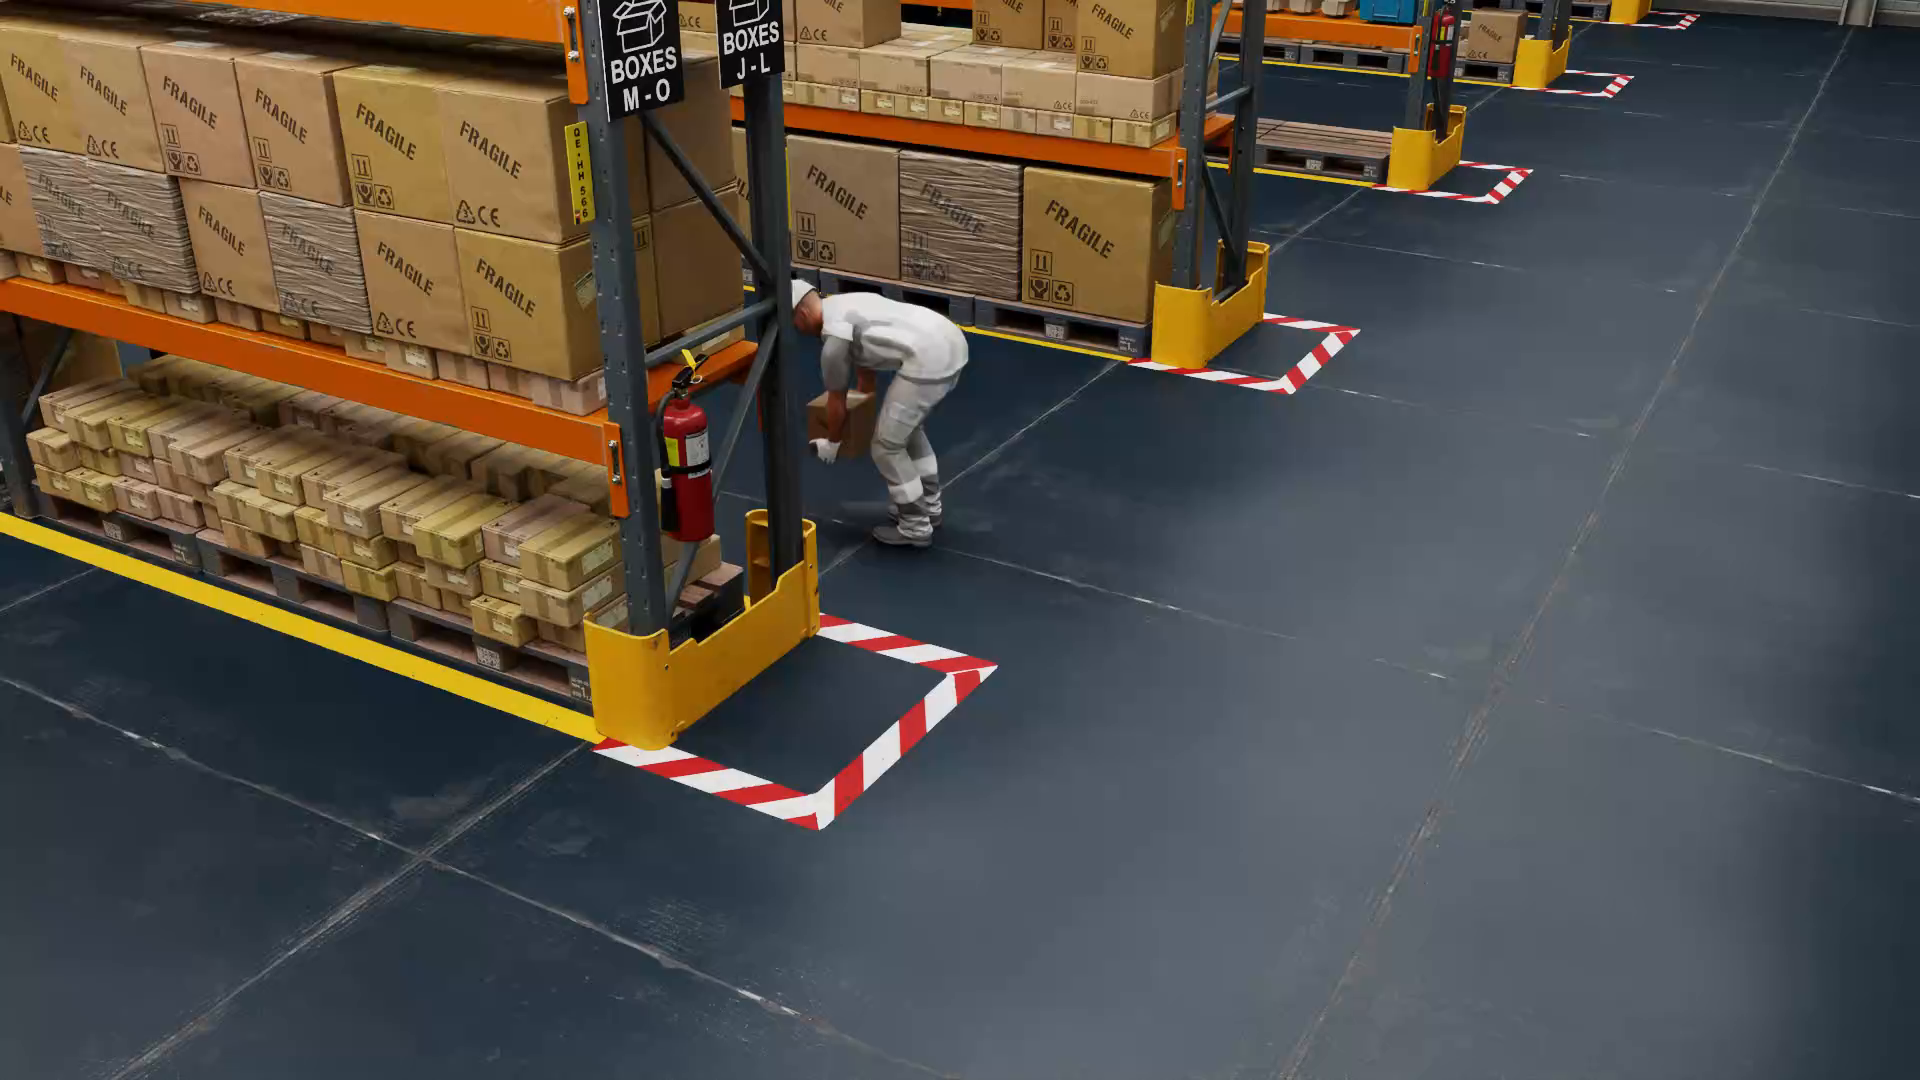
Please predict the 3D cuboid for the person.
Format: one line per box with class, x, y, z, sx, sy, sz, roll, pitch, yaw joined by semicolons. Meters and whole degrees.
person;-0.432;-0.619;7.979;0.949;1.218;0.488;10;28;19
